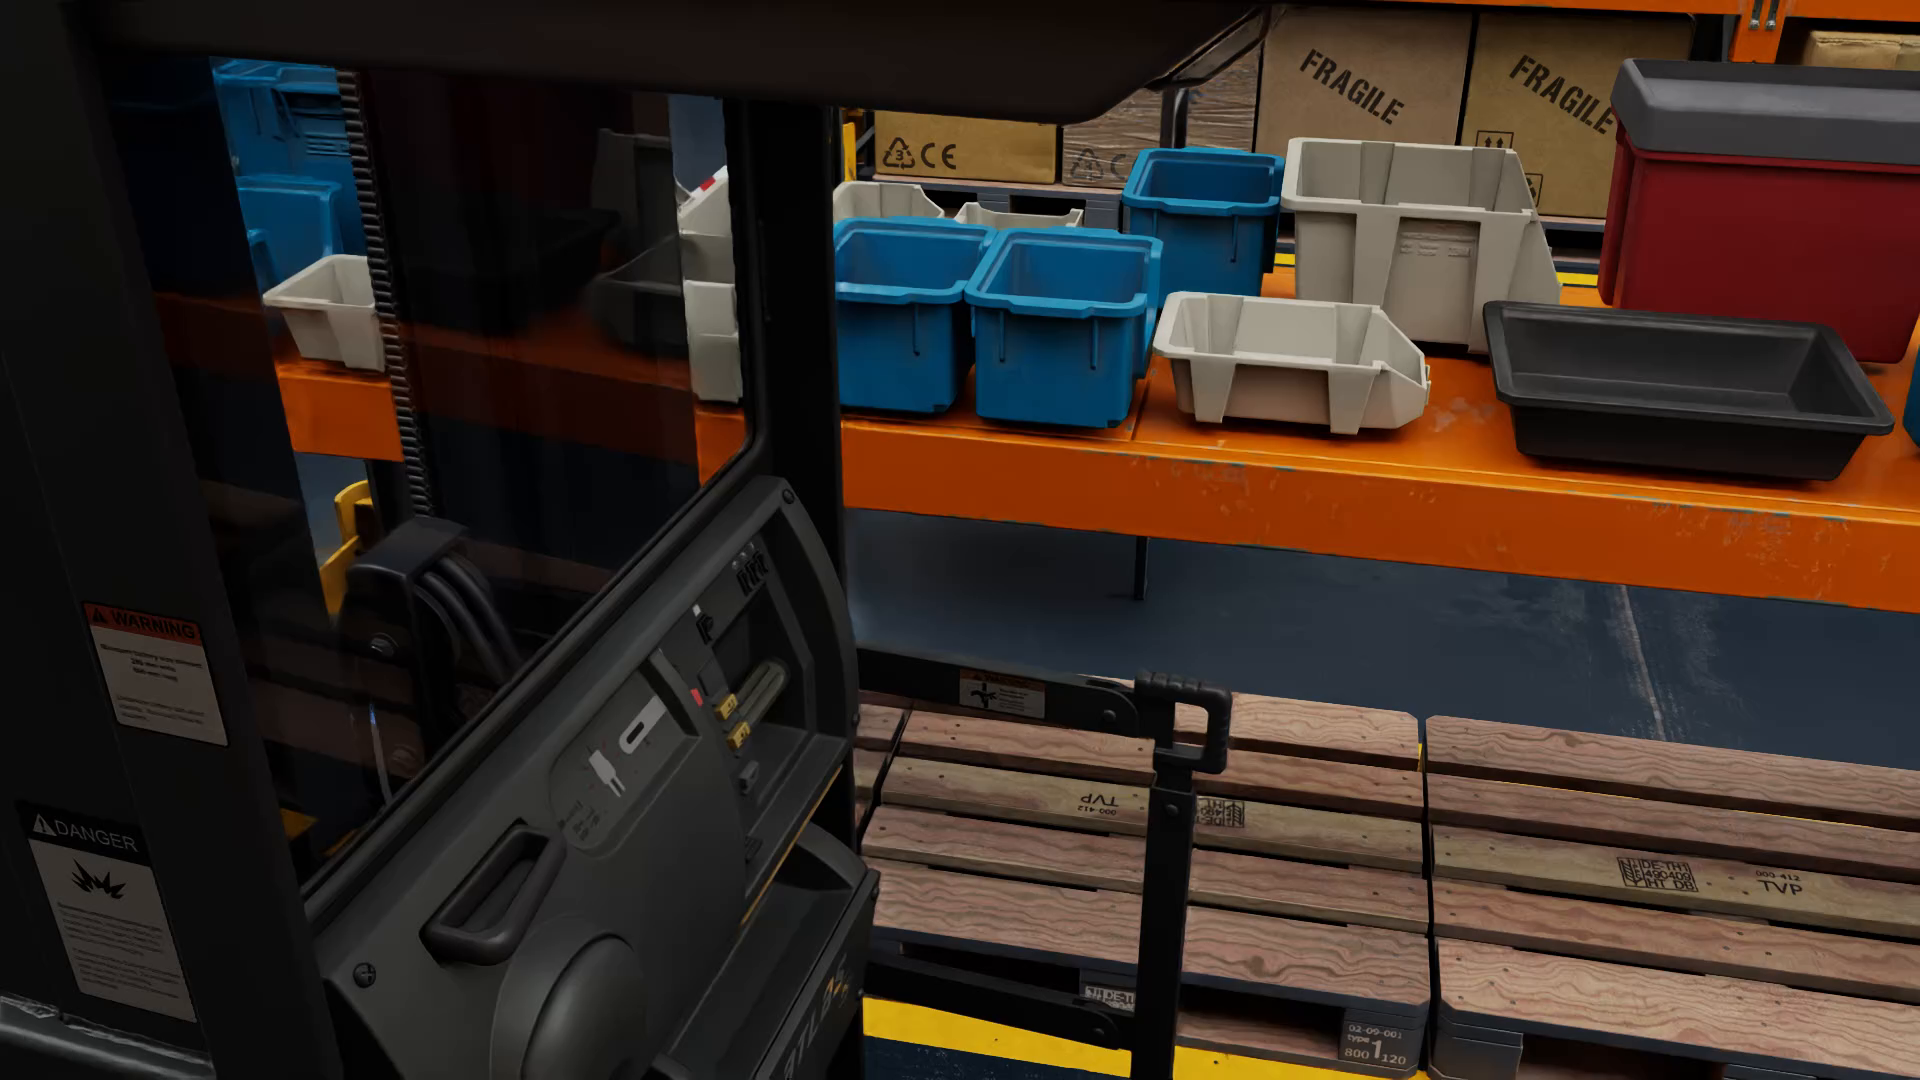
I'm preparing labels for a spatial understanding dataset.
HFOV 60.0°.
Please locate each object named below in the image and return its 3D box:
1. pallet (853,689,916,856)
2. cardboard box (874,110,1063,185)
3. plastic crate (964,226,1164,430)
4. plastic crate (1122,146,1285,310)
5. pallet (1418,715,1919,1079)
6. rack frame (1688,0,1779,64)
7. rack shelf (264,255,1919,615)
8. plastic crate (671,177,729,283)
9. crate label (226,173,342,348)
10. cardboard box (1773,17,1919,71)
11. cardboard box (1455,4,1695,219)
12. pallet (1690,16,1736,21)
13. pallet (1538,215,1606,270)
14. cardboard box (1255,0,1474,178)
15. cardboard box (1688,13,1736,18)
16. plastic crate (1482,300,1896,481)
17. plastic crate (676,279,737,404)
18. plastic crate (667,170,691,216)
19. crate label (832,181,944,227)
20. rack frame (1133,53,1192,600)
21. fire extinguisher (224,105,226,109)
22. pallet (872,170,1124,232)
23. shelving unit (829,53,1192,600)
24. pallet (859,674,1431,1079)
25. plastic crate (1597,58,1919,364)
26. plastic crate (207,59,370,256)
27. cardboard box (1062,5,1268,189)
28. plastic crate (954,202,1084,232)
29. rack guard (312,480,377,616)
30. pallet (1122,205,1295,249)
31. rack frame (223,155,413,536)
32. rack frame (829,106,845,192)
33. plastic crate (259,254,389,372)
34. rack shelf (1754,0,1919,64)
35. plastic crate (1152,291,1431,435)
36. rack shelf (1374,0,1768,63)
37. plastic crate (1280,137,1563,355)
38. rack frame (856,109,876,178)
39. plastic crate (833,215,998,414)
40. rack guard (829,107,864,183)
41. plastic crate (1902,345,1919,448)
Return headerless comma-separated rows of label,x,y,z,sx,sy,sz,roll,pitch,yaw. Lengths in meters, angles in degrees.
pallet,-0.771,0.564,4.000,1.213,0.211,1.003,6,29,11
cardboard box,0.108,-2.311,8.124,0.875,0.875,0.875,6,29,11
plastic crate,0.185,-0.371,2.916,0.300,0.233,0.416,6,29,11
plastic crate,0.493,-0.627,3.384,0.300,0.233,0.416,6,29,11
pallet,1.616,0.809,3.553,1.213,0.211,1.003,6,29,11
rack frame,3.377,-2.685,7.030,0.127,3.000,1.000,6,29,11
rack shelf,0.387,-0.244,3.321,4.000,0.370,1.077,6,29,11
plastic crate,-0.453,-0.638,3.504,0.243,0.136,0.396,6,29,11
crate label,-1.396,-0.533,3.212,0.303,0.233,0.416,6,29,11
cardboard box,4.007,-1.882,7.340,0.875,0.875,1.225,6,29,11
cardboard box,2.748,-2.041,7.629,0.875,0.875,0.875,6,29,11
pallet,5.273,-3.703,11.795,1.213,0.211,1.003,6,29,11
pallet,2.650,-1.575,7.906,1.213,0.211,1.003,6,29,11
cardboard box,1.868,-2.131,7.794,0.875,0.875,0.875,6,29,11
cardboard box,5.179,-3.893,11.403,0.500,0.500,0.500,7,29,13
plastic crate,1.192,-0.250,2.808,0.590,0.125,0.437,6,29,11
plastic crate,-0.437,-0.352,2.982,0.298,0.136,0.250,6,29,11
plastic crate,-0.734,-0.674,3.569,0.243,0.136,0.396,6,29,11
crate label,-0.176,-0.621,3.474,0.243,0.136,0.396,6,29,11
rack frame,0.581,-0.598,4.781,0.032,1.500,0.500,6,29,11
fire extinguisher,-1.622,-0.791,4.040,0.183,0.674,0.296,6,29,11
pallet,0.264,-1.819,8.353,1.213,0.211,1.003,6,29,11
shelving unit,0.083,-0.649,4.874,1.048,1.500,0.538,6,29,11
pallet,0.419,0.688,3.774,1.213,0.211,1.003,6,29,11
plastic crate,1.522,-0.620,3.130,0.583,0.464,0.402,6,29,11
plastic crate,-1.203,-0.856,3.590,0.499,0.435,0.616,6,29,11
cardboard box,0.998,-2.220,7.957,0.875,0.875,0.875,6,29,11
plastic crate,0.118,-0.600,3.435,0.250,0.136,0.298,6,29,11
rack guard,-1.595,0.340,4.108,0.348,0.500,1.175,6,29,11
pallet,1.453,-1.696,8.128,1.213,0.211,1.003,6,29,11
rack frame,-1.569,-0.760,3.514,0.127,3.000,1.000,6,29,11
rack frame,-0.414,-0.700,4.967,0.032,1.500,0.500,6,29,11
plastic crate,-1.100,-0.420,3.106,0.298,0.136,0.250,6,29,11
rack shelf,5.333,-2.169,6.837,4.000,0.370,1.077,6,29,11
plastic crate,0.577,-0.303,2.892,0.466,0.136,0.293,6,29,11
rack shelf,1.421,-2.570,7.569,4.000,0.370,1.077,6,29,11
plastic crate,0.888,-0.573,3.233,0.530,0.282,0.437,6,29,11
rack frame,-0.535,-3.086,7.763,0.127,3.000,1.000,6,29,11
plastic crate,-0.109,-0.401,2.971,0.300,0.233,0.416,6,29,11
rack guard,-0.558,-1.992,8.368,0.348,0.500,1.175,6,29,11
plastic crate,1.815,-0.265,2.564,0.575,0.384,0.392,6,29,11
